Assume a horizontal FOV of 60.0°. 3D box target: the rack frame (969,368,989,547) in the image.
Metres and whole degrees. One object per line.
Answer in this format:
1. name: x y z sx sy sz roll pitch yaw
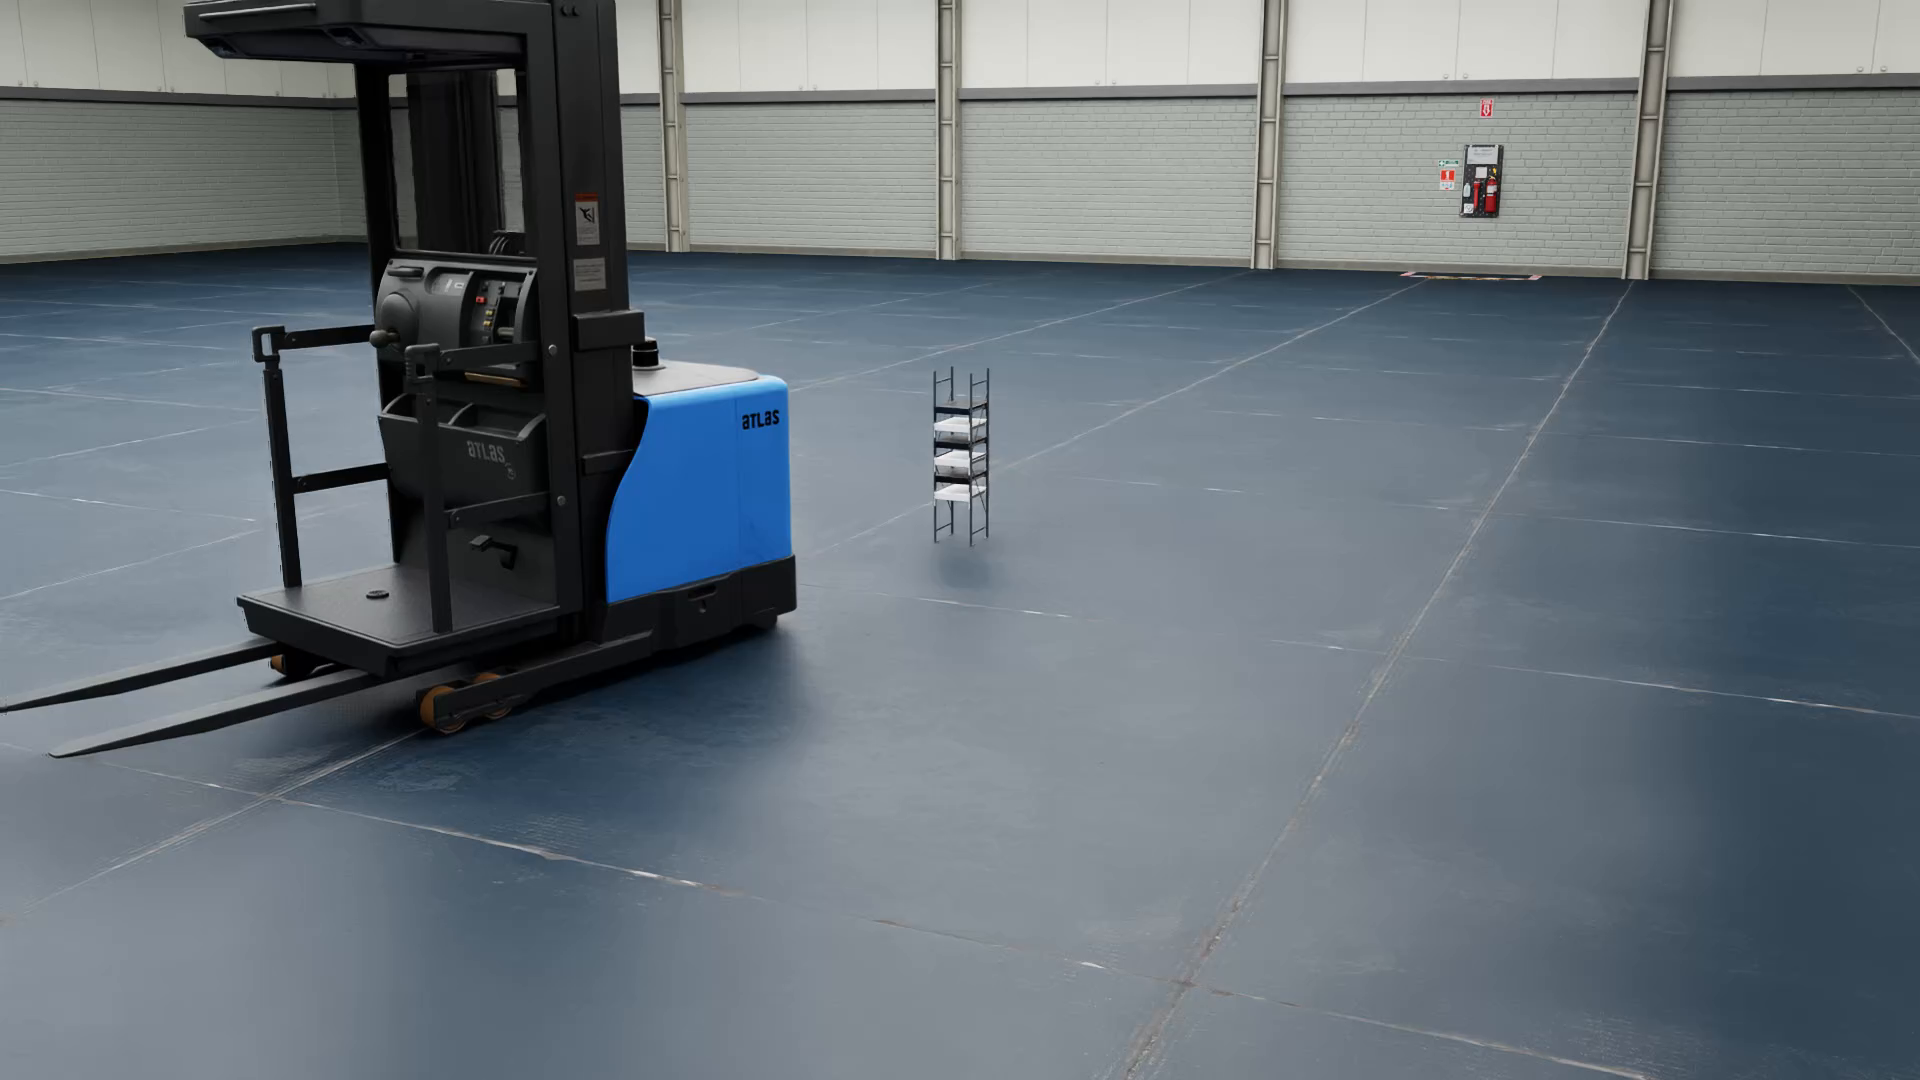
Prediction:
1. rack frame: 0.100 -0.428 8.609 0.006 0.900 0.240 6 14 23

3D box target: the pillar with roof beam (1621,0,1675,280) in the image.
1. pillar with roof beam: 9.019 -7.648 21.650 0.400 9.000 9.100 6 14 23

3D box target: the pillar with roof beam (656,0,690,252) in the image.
1. pillar with roof beam: -7.438 -9.314 28.748 0.400 9.000 9.100 6 14 23

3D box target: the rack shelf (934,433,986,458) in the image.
1. rack shelf: 0.007 -0.493 8.636 0.200 0.077 0.258 6 14 23

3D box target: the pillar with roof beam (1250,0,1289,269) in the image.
1. pillar with roof beam: 3.533 -8.203 24.016 0.400 9.000 9.100 6 14 23

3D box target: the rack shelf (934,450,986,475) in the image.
1. rack shelf: 0.007 -0.405 8.656 0.200 0.077 0.258 6 14 23

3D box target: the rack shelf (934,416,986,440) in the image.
1. rack shelf: 0.007 -0.580 8.615 0.200 0.077 0.258 6 14 23

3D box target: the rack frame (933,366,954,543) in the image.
1. rack frame: -0.086 -0.447 8.689 0.006 0.900 0.240 6 14 23

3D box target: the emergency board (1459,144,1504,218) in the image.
1. emergency board: 8.519 -5.863 27.176 0.643 1.169 0.194 6 14 23

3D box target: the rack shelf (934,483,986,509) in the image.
1. rack shelf: 0.007 -0.230 8.698 0.200 0.077 0.258 6 14 23

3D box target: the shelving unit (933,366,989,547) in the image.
1. shelving unit: 0.007 -0.437 8.649 0.210 0.900 0.258 6 14 23

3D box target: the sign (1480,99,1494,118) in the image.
1. sign: 8.552 -7.013 27.003 0.199 0.298 0.001 6 14 23

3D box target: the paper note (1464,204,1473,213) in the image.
1. paper note: 8.385 -5.465 27.408 0.142 0.148 0.016 6 14 23

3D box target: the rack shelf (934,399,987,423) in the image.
1. rack shelf: 0.007 -0.668 8.595 0.200 0.077 0.258 6 14 23

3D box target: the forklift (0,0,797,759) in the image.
1. forklift: -2.024 -0.874 6.063 1.130 2.935 3.031 10 17 38

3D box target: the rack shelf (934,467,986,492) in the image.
1. rack shelf: 0.007 -0.317 8.677 0.200 0.077 0.258 6 14 23

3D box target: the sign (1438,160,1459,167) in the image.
1. sign: 8.056 -6.209 27.412 0.331 0.109 0.001 6 14 23

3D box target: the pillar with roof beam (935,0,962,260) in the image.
1. pillar with roof beam: -1.953 -8.758 26.382 0.400 9.000 9.100 6 14 23

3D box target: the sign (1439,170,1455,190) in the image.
1. sign: 8.055 -5.953 27.482 0.234 0.329 0.001 6 14 23
